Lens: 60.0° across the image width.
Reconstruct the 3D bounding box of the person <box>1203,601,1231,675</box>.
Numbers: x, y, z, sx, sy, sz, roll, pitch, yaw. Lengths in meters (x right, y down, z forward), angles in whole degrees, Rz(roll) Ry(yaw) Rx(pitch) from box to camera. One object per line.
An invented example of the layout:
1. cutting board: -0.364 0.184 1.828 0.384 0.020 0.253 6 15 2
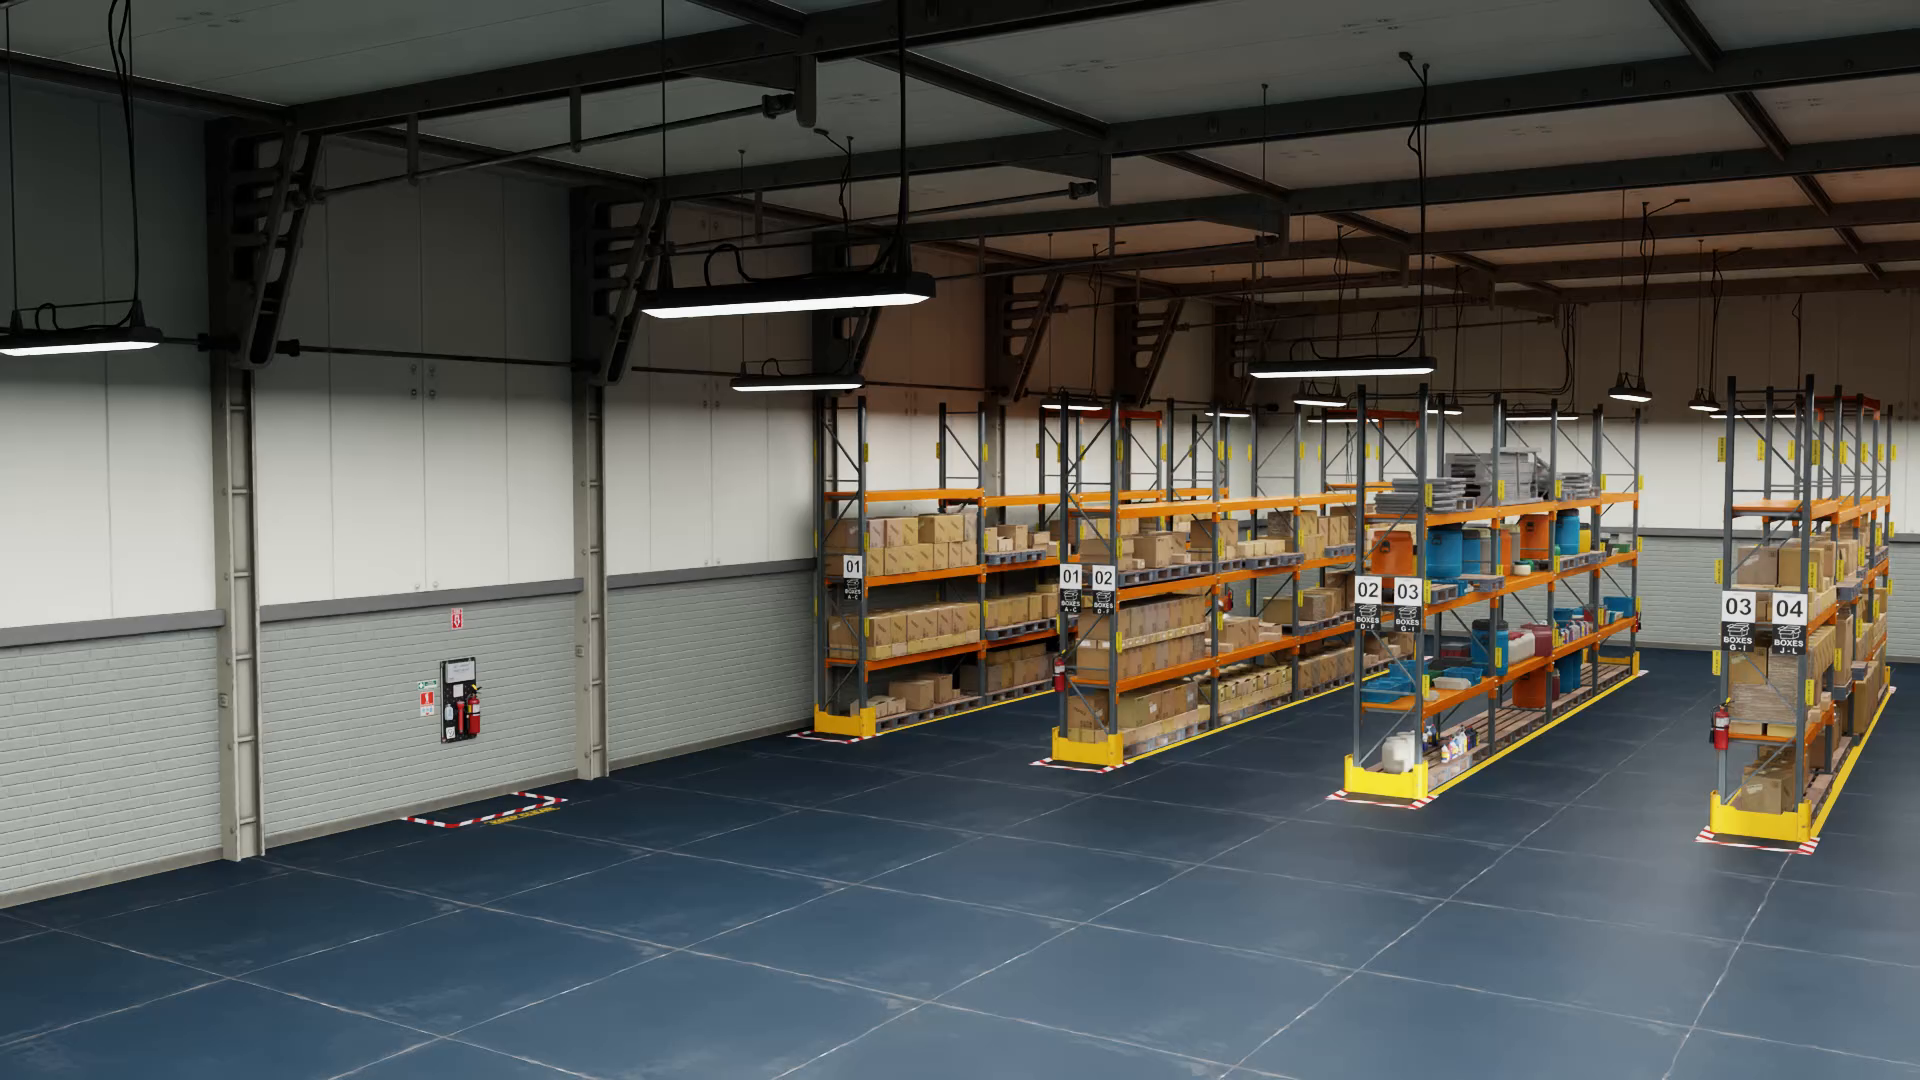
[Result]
1. person: 5.650 2.192 36.484 0.586 1.714 1.054 2 3 28
